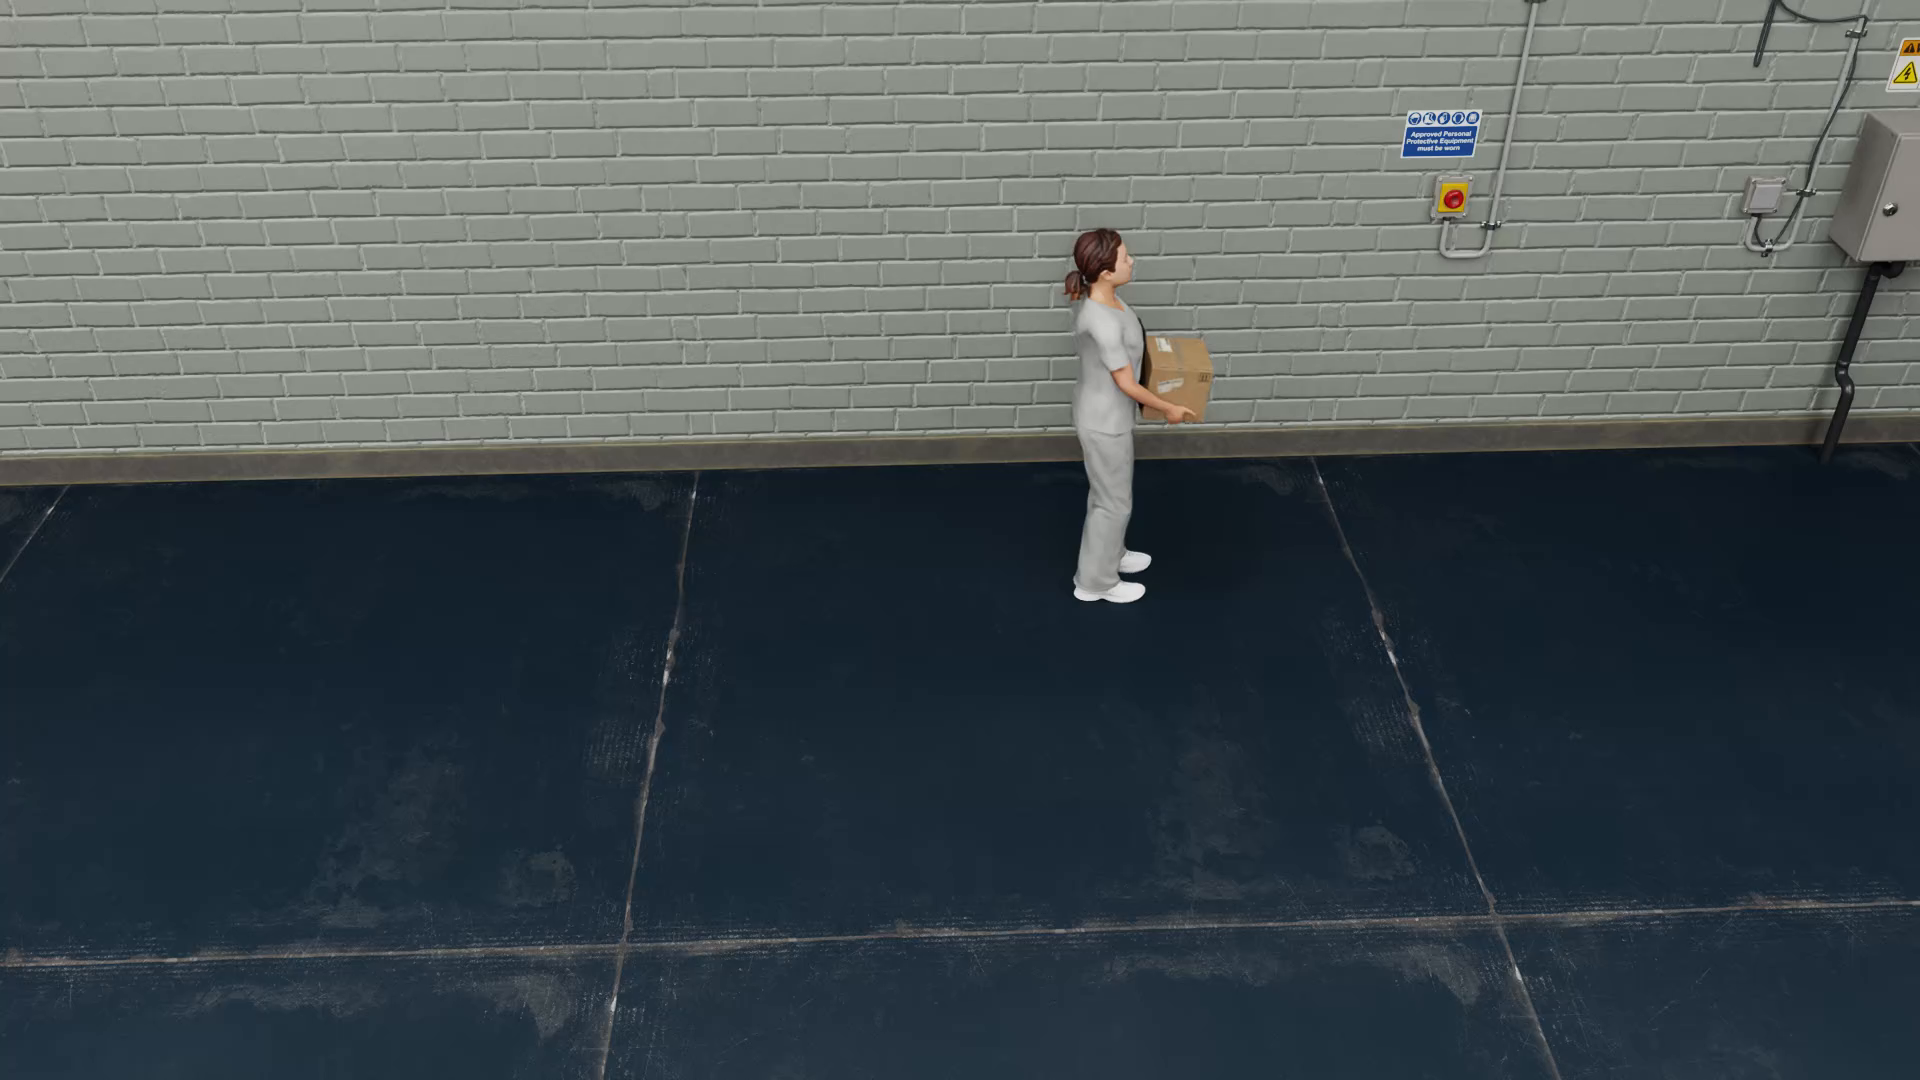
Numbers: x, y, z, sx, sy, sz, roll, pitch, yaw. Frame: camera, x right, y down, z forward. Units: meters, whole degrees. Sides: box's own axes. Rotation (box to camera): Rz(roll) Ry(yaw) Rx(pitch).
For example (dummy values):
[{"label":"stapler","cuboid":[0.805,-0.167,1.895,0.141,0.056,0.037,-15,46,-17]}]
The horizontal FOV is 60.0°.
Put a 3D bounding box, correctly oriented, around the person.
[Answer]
[{"label":"person","cuboid":[0.672,-0.506,6.865,0.548,1.667,0.445,-2,35,-2]}]
